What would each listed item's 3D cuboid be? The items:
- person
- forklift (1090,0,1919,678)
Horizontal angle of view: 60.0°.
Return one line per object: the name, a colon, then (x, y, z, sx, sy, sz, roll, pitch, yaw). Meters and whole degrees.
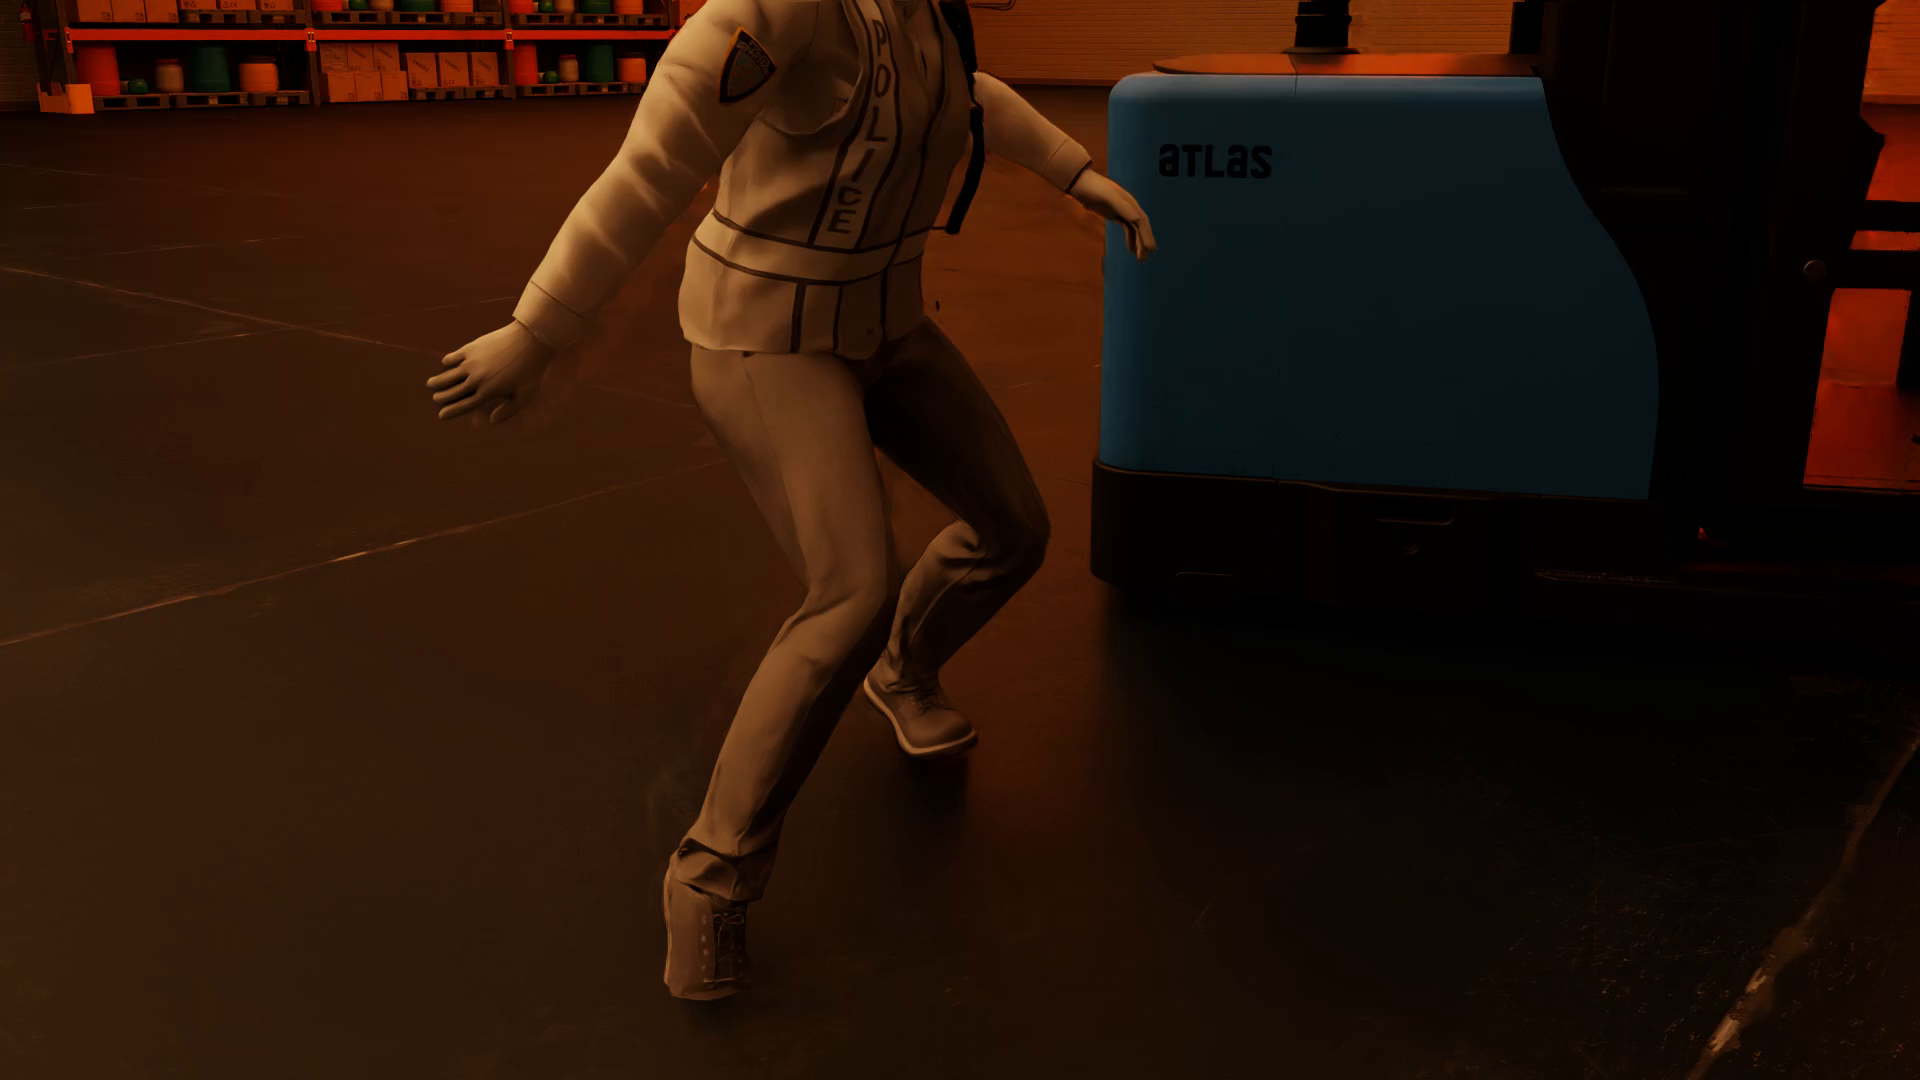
person: (-0.164, -0.213, 2.234, 0.534, 1.606, 0.973, 10, 19, 29)
forklift: (1.846, -1.292, 3.152, 3.031, 2.935, 1.130, 4, 17, 13)
